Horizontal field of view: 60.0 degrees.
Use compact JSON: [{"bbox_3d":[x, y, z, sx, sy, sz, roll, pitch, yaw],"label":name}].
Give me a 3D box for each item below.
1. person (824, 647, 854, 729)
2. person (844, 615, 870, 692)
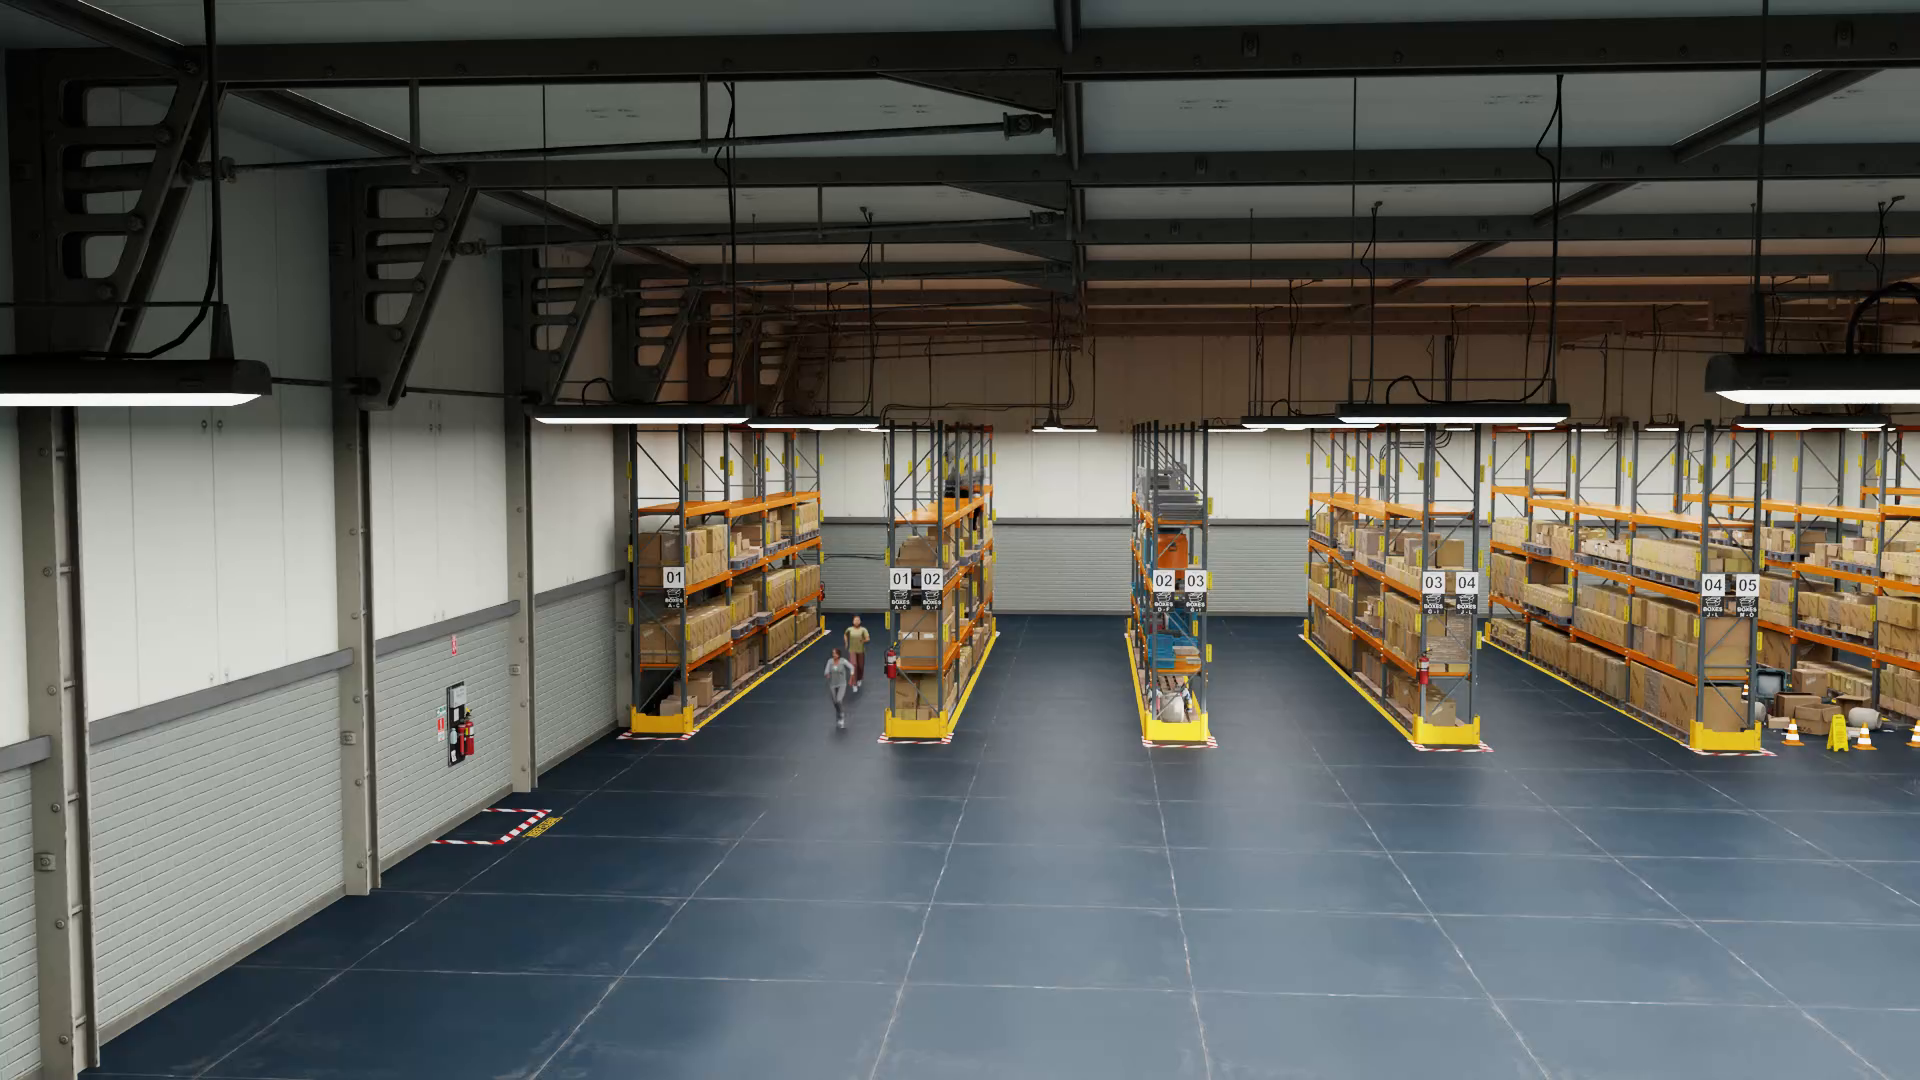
[{"bbox_3d":[-2.374,2.876,32.467,0.550,1.583,0.748,1,4,16],"label":"person"},{"bbox_3d":[-2.303,2.510,37.174,0.574,1.655,0.969,0,4,-5],"label":"person"}]
